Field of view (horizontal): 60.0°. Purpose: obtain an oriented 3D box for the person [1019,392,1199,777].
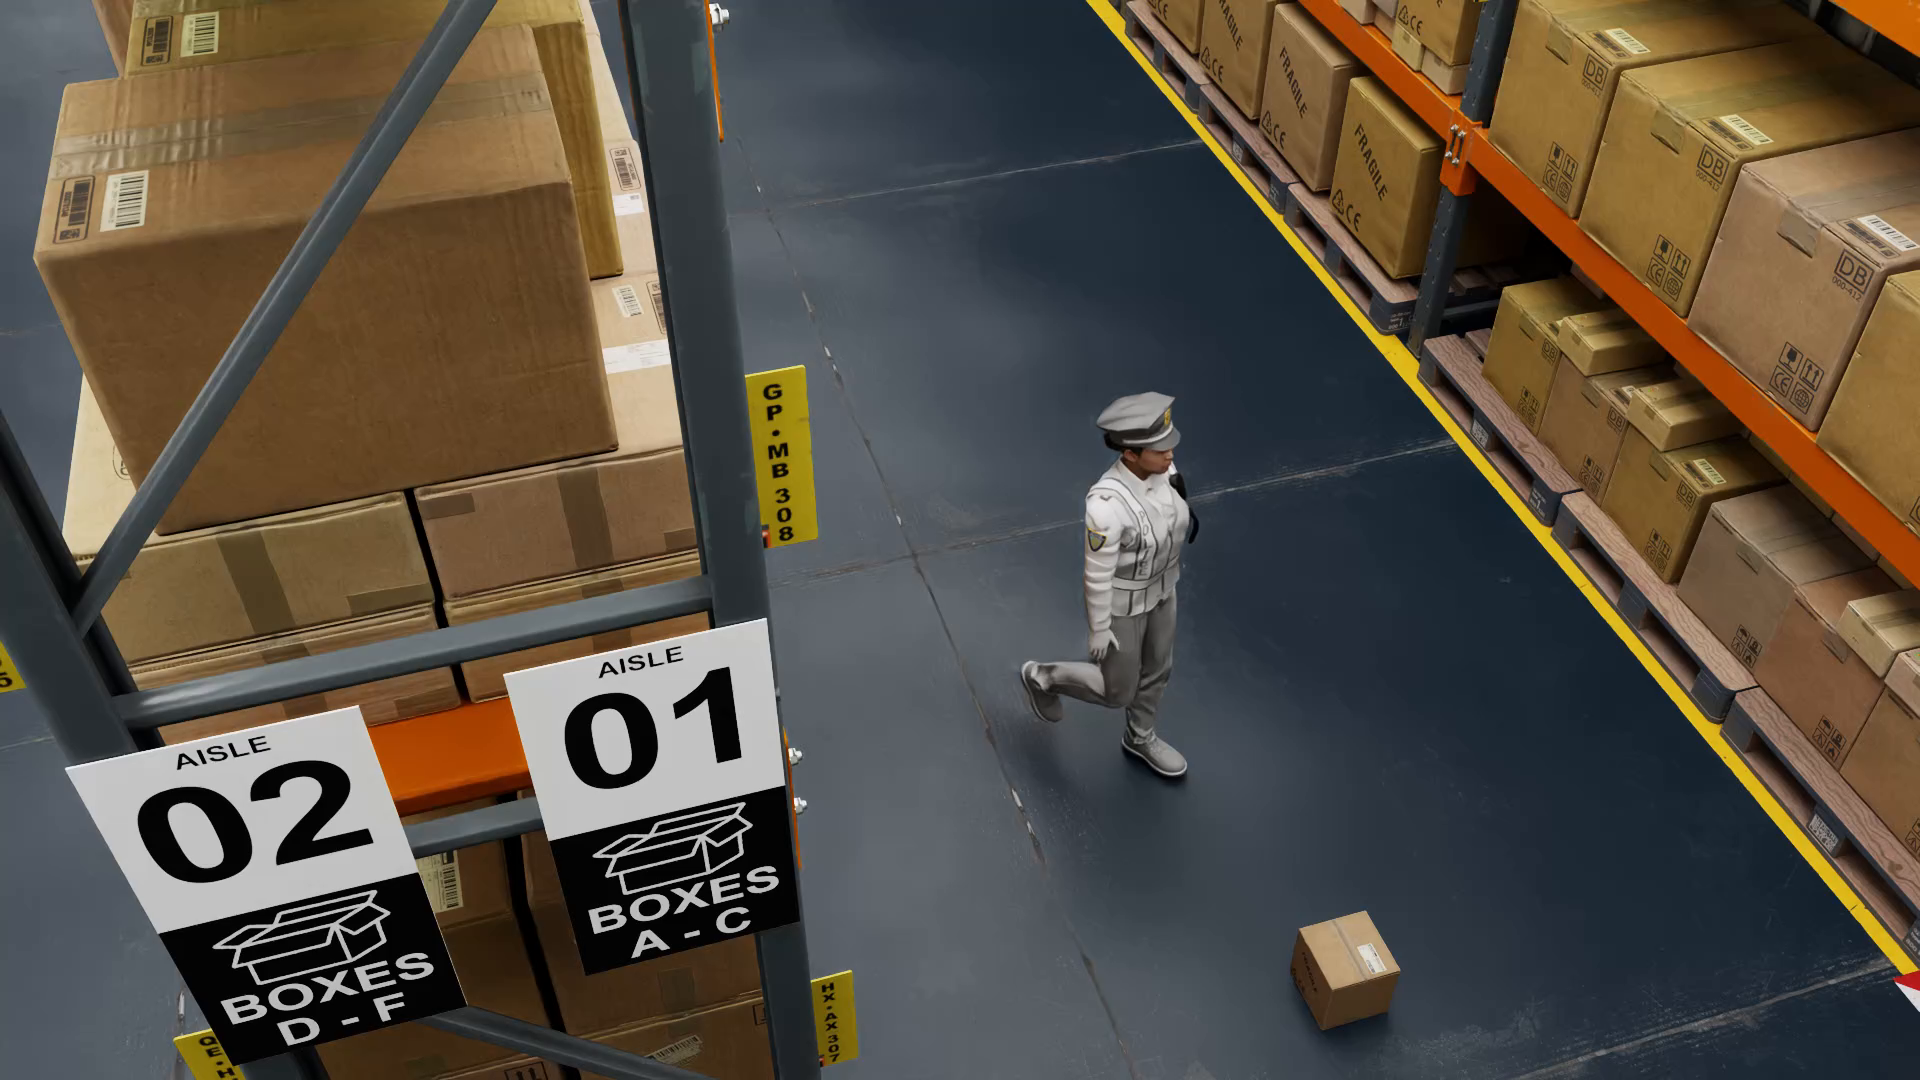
[{"bbox_3d":[0.575,0.163,5.941,0.680,1.670,0.493,27,49,26],"label":"person"}]
